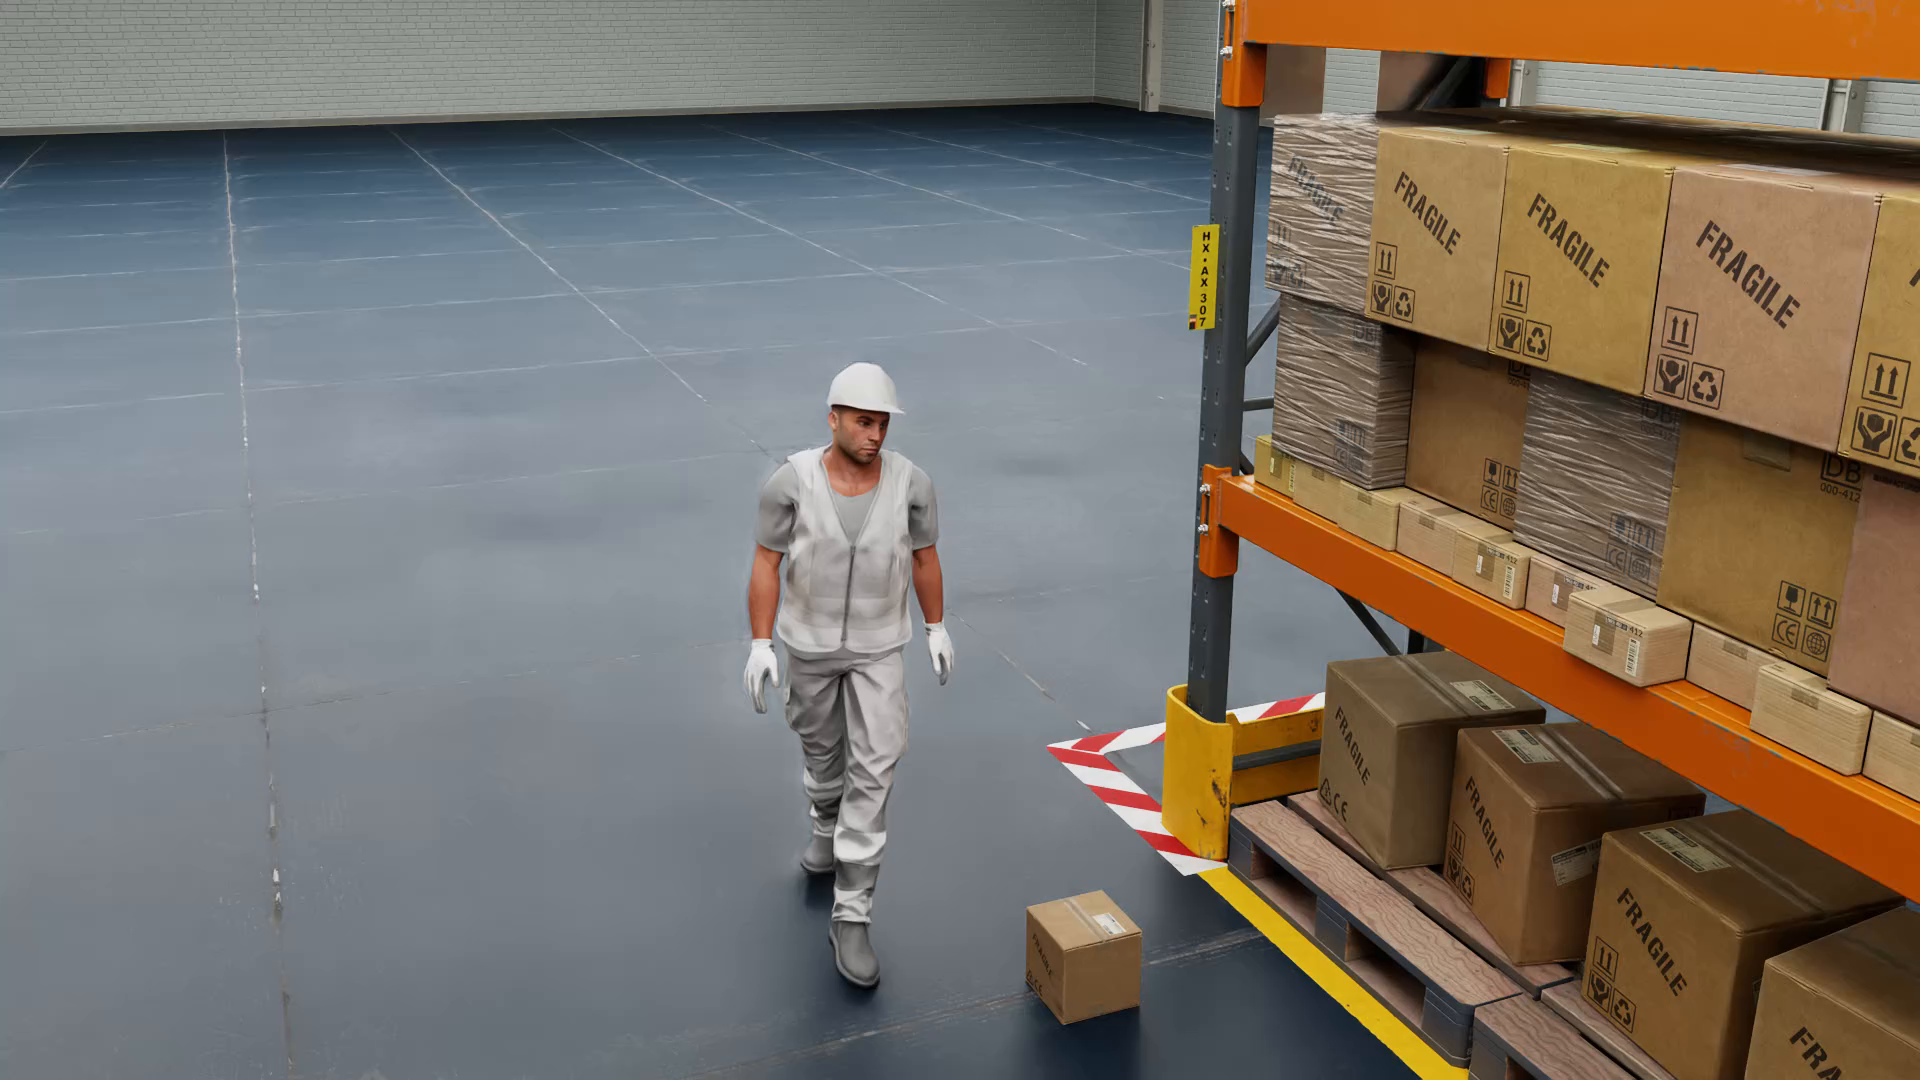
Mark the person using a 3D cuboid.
[{"bbox_3d":[-0.324,0.347,4.995,0.643,1.750,0.923,-1,19,-4],"label":"person"}]
